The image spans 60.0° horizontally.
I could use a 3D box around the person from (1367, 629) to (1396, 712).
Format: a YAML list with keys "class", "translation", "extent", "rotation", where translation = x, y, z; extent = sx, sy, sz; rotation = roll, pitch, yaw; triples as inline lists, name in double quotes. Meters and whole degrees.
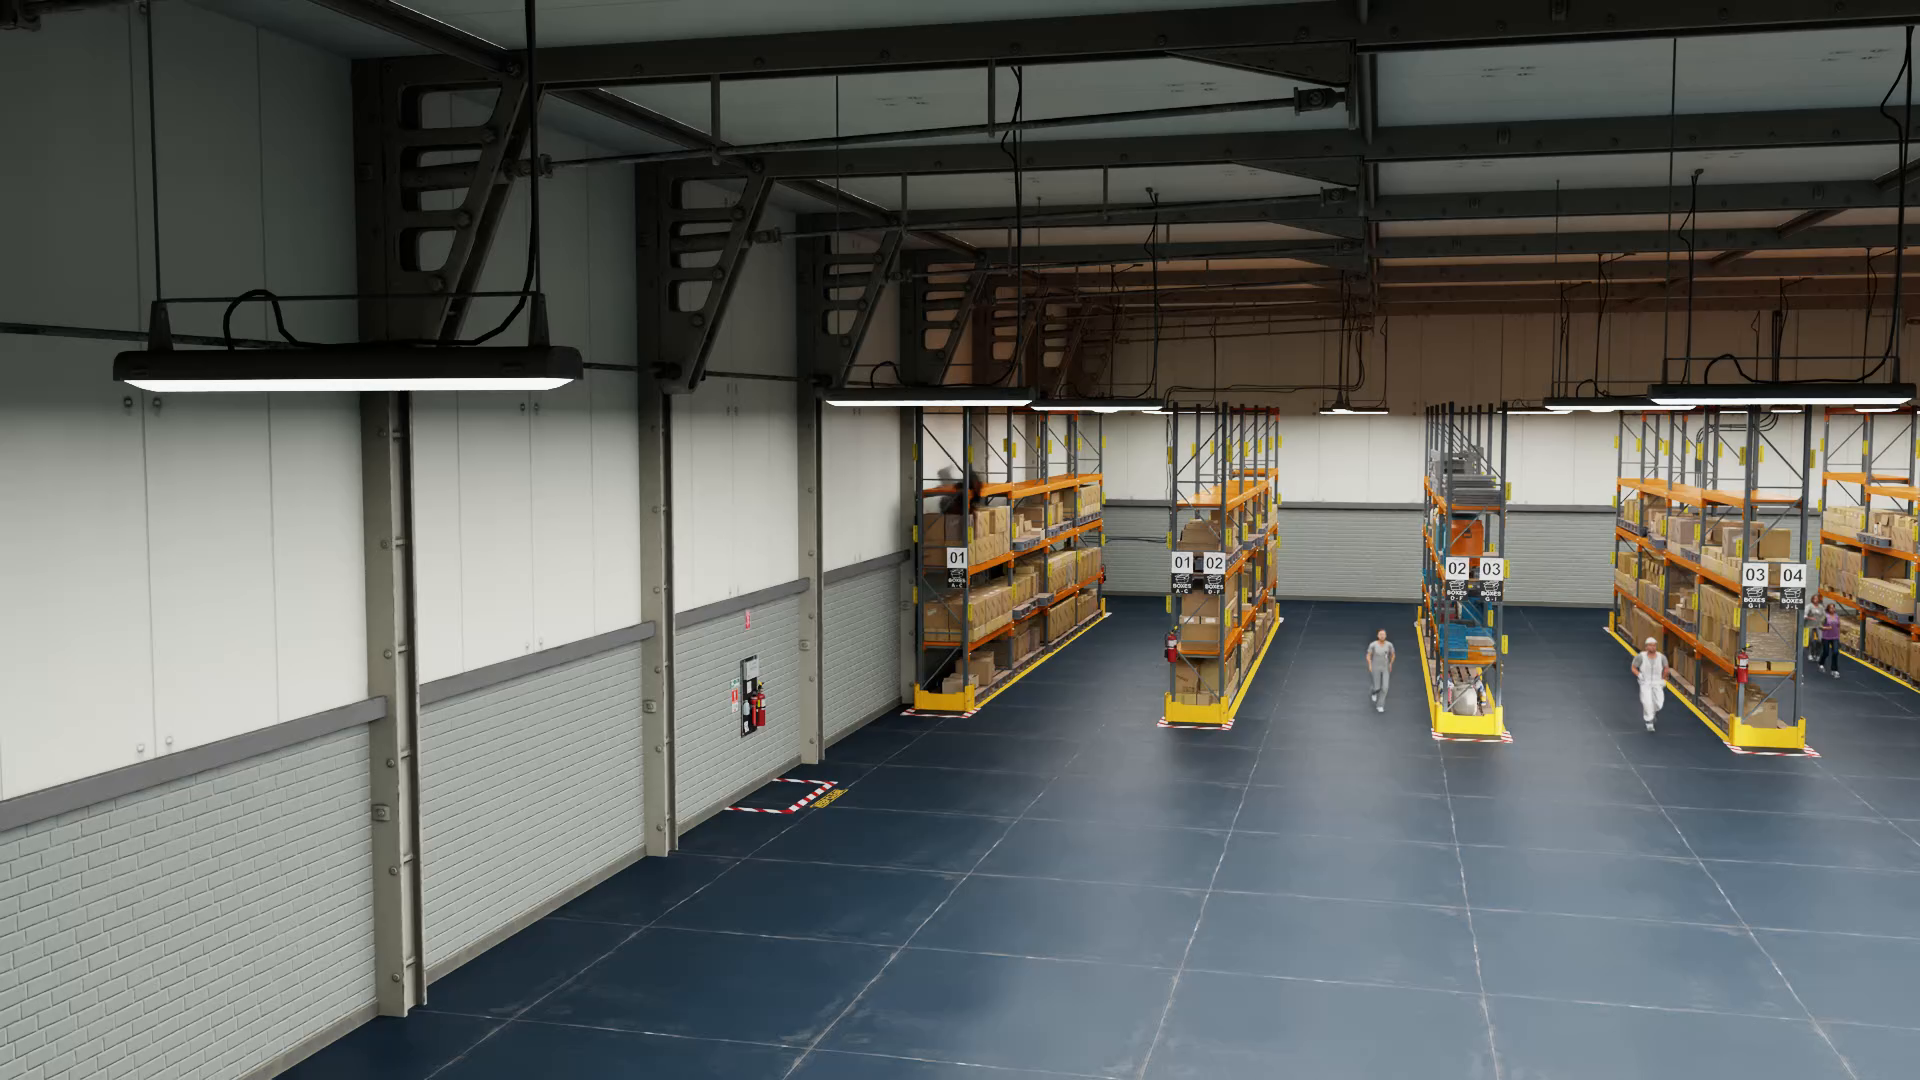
- class: "person"
  translation: [8.208, 2.526, 32.436]
  extent: [0.549, 1.617, 0.603]
  rotation: [1, 4, 7]

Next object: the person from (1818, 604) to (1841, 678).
- class: "person"
  translation: [19.193, 2.194, 36.647]
  extent: [0.543, 1.586, 0.849]
  rotation: [0, 4, 5]

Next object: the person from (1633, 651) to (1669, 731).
- class: "person"
  translation: [12.516, 2.720, 30.108]
  extent: [0.635, 1.453, 0.522]
  rotation: [1, 4, 14]

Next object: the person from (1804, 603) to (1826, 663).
- class: "person"
  translation: [19.932, 2.169, 38.810]
  extent: [0.524, 1.407, 0.610]
  rotation: [1, 4, 15]

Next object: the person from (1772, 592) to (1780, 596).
- class: "person"
  translation: [21.504, 1.260, 43.596]
  extent: [0.452, 0.808, 0.550]
  rotation: [-3, 5, -38]
